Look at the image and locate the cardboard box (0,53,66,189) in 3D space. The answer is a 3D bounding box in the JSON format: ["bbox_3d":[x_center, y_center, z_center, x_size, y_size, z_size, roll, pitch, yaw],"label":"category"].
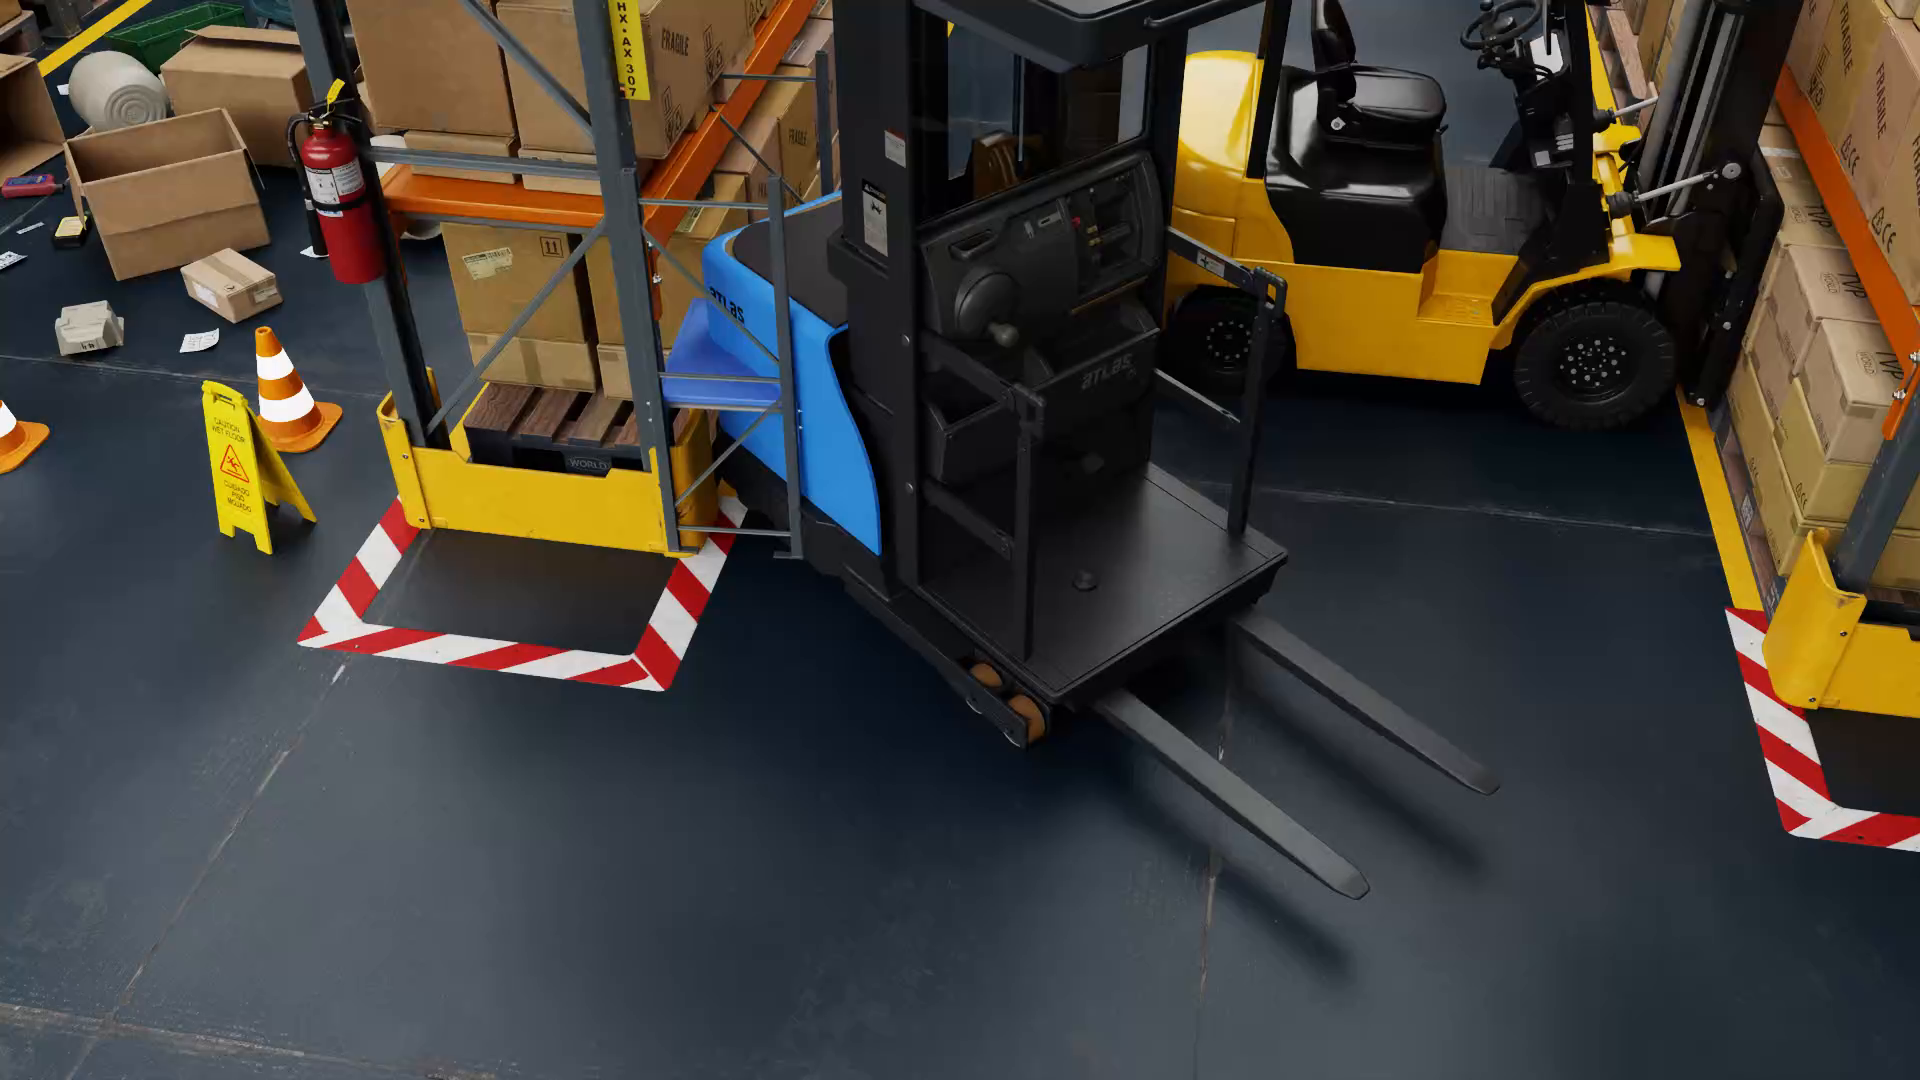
[{"bbox_3d":[-4.993,-2.150,8.457,0.500,0.500,0.500,13,41,15],"label":"cardboard box"}]

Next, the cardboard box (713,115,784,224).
[{"bbox_3d":[-1.033,-1.418,6.851,0.500,0.500,0.500,5,40,6],"label":"cardboard box"}]

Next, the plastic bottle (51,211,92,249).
[{"bbox_3d":[-4.276,-1.503,8.020,0.133,0.061,0.283,-6,40,-8],"label":"plastic bottle"}]

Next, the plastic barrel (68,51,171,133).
[{"bbox_3d":[-4.420,-2.326,8.731,0.421,0.421,0.512,-28,47,-30],"label":"plastic barrel"}]

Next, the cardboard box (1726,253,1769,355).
[{"bbox_3d":[3.298,-0.937,6.465,0.500,0.250,0.500,6,40,7],"label":"cardboard box"}]

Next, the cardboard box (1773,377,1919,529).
[{"bbox_3d":[3.132,-0.297,5.692,0.500,0.250,0.500,6,40,7],"label":"cardboard box"}]

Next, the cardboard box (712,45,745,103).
[{"bbox_3d":[-1.027,-1.773,6.237,0.380,0.149,0.250,7,40,8],"label":"cardboard box"}]

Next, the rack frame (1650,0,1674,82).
[{"bbox_3d":[4.047,-3.173,7.734,1.000,3.000,0.127,6,40,8],"label":"rack frame"}]

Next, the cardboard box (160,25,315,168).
[{"bbox_3d":[-3.570,-2.267,8.491,0.797,0.637,0.503,6,40,8],"label":"cardboard box"}]

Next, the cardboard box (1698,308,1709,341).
[{"bbox_3d":[3.384,-1.047,6.990,0.500,0.250,0.500,8,40,9],"label":"cardboard box"}]

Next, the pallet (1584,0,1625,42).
[{"bbox_3d":[4.345,-3.333,10.115,1.003,0.211,1.213,6,40,8],"label":"pallet"}]

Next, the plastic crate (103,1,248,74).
[{"bbox_3d":[-4.475,-2.885,9.547,0.450,0.188,0.662,20,43,37],"label":"plastic crate"}]

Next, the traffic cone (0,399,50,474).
[{"bbox_3d":[-3.882,-0.551,6.553,0.336,0.463,0.334,6,40,8],"label":"traffic cone"}]

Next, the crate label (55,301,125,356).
[{"bbox_3d":[-3.807,-0.926,7.262,0.250,0.136,0.298,-13,41,-15],"label":"crate label"}]

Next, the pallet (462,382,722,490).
[{"bbox_3d":[-1.346,-0.687,6.915,1.003,0.211,1.213,6,40,8],"label":"pallet"}]

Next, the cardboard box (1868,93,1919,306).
[{"bbox_3d":[3.182,-1.039,5.074,0.500,0.500,0.500,6,40,7],"label":"cardboard box"}]

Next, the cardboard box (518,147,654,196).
[{"bbox_3d":[-1.272,-1.301,5.667,0.380,0.149,0.250,7,40,8],"label":"cardboard box"}]

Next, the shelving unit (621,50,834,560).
[{"bbox_3d":[-0.770,-0.855,6.018,0.538,1.500,1.048,3,38,3],"label":"shelving unit"}]

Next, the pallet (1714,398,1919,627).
[{"bbox_3d":[3.446,-0.072,6.172,1.003,0.211,1.213,6,40,8],"label":"pallet"}]

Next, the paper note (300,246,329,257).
[{"bbox_3d":[-3.036,-1.388,7.914,0.148,0.019,0.142,20,44,23],"label":"paper note"}]

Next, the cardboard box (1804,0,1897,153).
[{"bbox_3d":[3.369,-1.685,5.856,0.500,0.500,0.500,6,40,7],"label":"cardboard box"}]

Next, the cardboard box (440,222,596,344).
[{"bbox_3d":[-1.652,-1.130,6.503,0.500,0.500,0.500,7,40,8],"label":"cardboard box"}]

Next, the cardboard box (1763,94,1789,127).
[{"bbox_3d":[3.481,-1.758,7.066,0.500,0.250,0.500,8,40,9],"label":"cardboard box"}]

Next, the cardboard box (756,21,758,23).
[{"bbox_3d":[-1.029,-2.111,6.647,0.380,0.149,0.250,8,40,9],"label":"cardboard box"}]

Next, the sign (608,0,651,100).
[{"bbox_3d":[-1.000,-1.481,5.008,0.100,0.325,0.005,6,40,8],"label":"sign"}]

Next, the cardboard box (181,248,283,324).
[{"bbox_3d":[-3.297,-1.154,7.529,0.380,0.149,0.250,28,47,30],"label":"cardboard box"}]

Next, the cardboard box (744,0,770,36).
[{"bbox_3d":[-1.006,-2.273,6.333,0.500,0.500,0.500,6,40,7],"label":"cardboard box"}]

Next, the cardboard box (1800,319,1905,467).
[{"bbox_3d":[3.128,-0.473,5.512,0.500,0.250,0.500,8,40,9],"label":"cardboard box"}]

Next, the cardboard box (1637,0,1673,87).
[{"bbox_3d":[4.127,-2.748,8.754,0.875,0.625,0.625,8,40,10],"label":"cardboard box"}]

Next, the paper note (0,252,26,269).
[{"bbox_3d":[-4.491,-1.316,7.819,0.144,0.017,0.142,20,44,23],"label":"paper note"}]

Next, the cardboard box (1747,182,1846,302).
[{"bbox_3d":[3.288,-1.112,6.285,0.500,0.250,0.500,7,40,8],"label":"cardboard box"}]

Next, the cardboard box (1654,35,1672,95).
[{"bbox_3d":[3.660,-2.198,7.991,0.500,0.250,0.500,6,40,7],"label":"cardboard box"}]

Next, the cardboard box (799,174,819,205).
[{"bbox_3d":[-0.944,-1.449,7.477,0.500,0.250,0.500,9,40,11],"label":"cardboard box"}]

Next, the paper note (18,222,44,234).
[{"bbox_3d":[-4.513,-1.515,8.074,0.032,0.001,0.123,28,47,30],"label":"paper note"}]

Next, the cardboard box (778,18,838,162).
[{"bbox_3d":[-0.854,-2.068,7.638,0.500,0.500,0.500,8,40,10],"label":"cardboard box"}]

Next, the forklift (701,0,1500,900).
[{"bbox_3d":[0.403,-0.822,4.944,1.130,2.935,3.031,-28,47,-30],"label":"forklift"}]

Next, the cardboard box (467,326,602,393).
[{"bbox_3d":[-1.655,-0.862,6.767,0.500,0.250,0.500,6,40,7],"label":"cardboard box"}]

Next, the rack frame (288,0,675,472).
[{"bbox_3d":[-1.534,-1.208,5.357,1.000,3.000,0.127,6,40,8],"label":"rack frame"}]

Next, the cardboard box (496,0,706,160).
[{"bbox_3d":[-1.179,-1.627,5.552,0.500,0.500,0.500,6,40,7],"label":"cardboard box"}]

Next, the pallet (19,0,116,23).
[{"bbox_3d":[-5.676,-3.618,10.461,1.003,0.211,1.213,6,40,8],"label":"pallet"}]

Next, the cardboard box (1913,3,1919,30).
[{"bbox_3d":[3.314,-1.674,5.333,0.380,0.149,0.250,6,40,7],"label":"cardboard box"}]

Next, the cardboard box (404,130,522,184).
[{"bbox_3d":[-1.680,-1.369,5.749,0.380,0.149,0.250,8,40,9],"label":"cardboard box"}]

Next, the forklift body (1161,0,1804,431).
[{"bbox_3d":[1.887,-1.727,6.651,2.313,2.155,1.214,6,40,8],"label":"forklift body"}]

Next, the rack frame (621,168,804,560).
[{"bbox_3d":[-0.810,-0.545,5.617,0.500,1.500,0.032,3,38,3],"label":"rack frame"}]

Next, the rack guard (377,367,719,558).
[{"bbox_3d":[-1.521,-0.292,6.211,1.175,0.500,0.348,6,40,8],"label":"rack guard"}]

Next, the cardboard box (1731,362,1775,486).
[{"bbox_3d":[3.221,-0.405,6.215,0.500,0.250,0.500,6,40,8],"label":"cardboard box"}]

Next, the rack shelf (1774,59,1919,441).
[{"bbox_3d":[3.701,-1.640,6.445,1.077,0.370,4.000,6,40,8],"label":"rack shelf"}]
